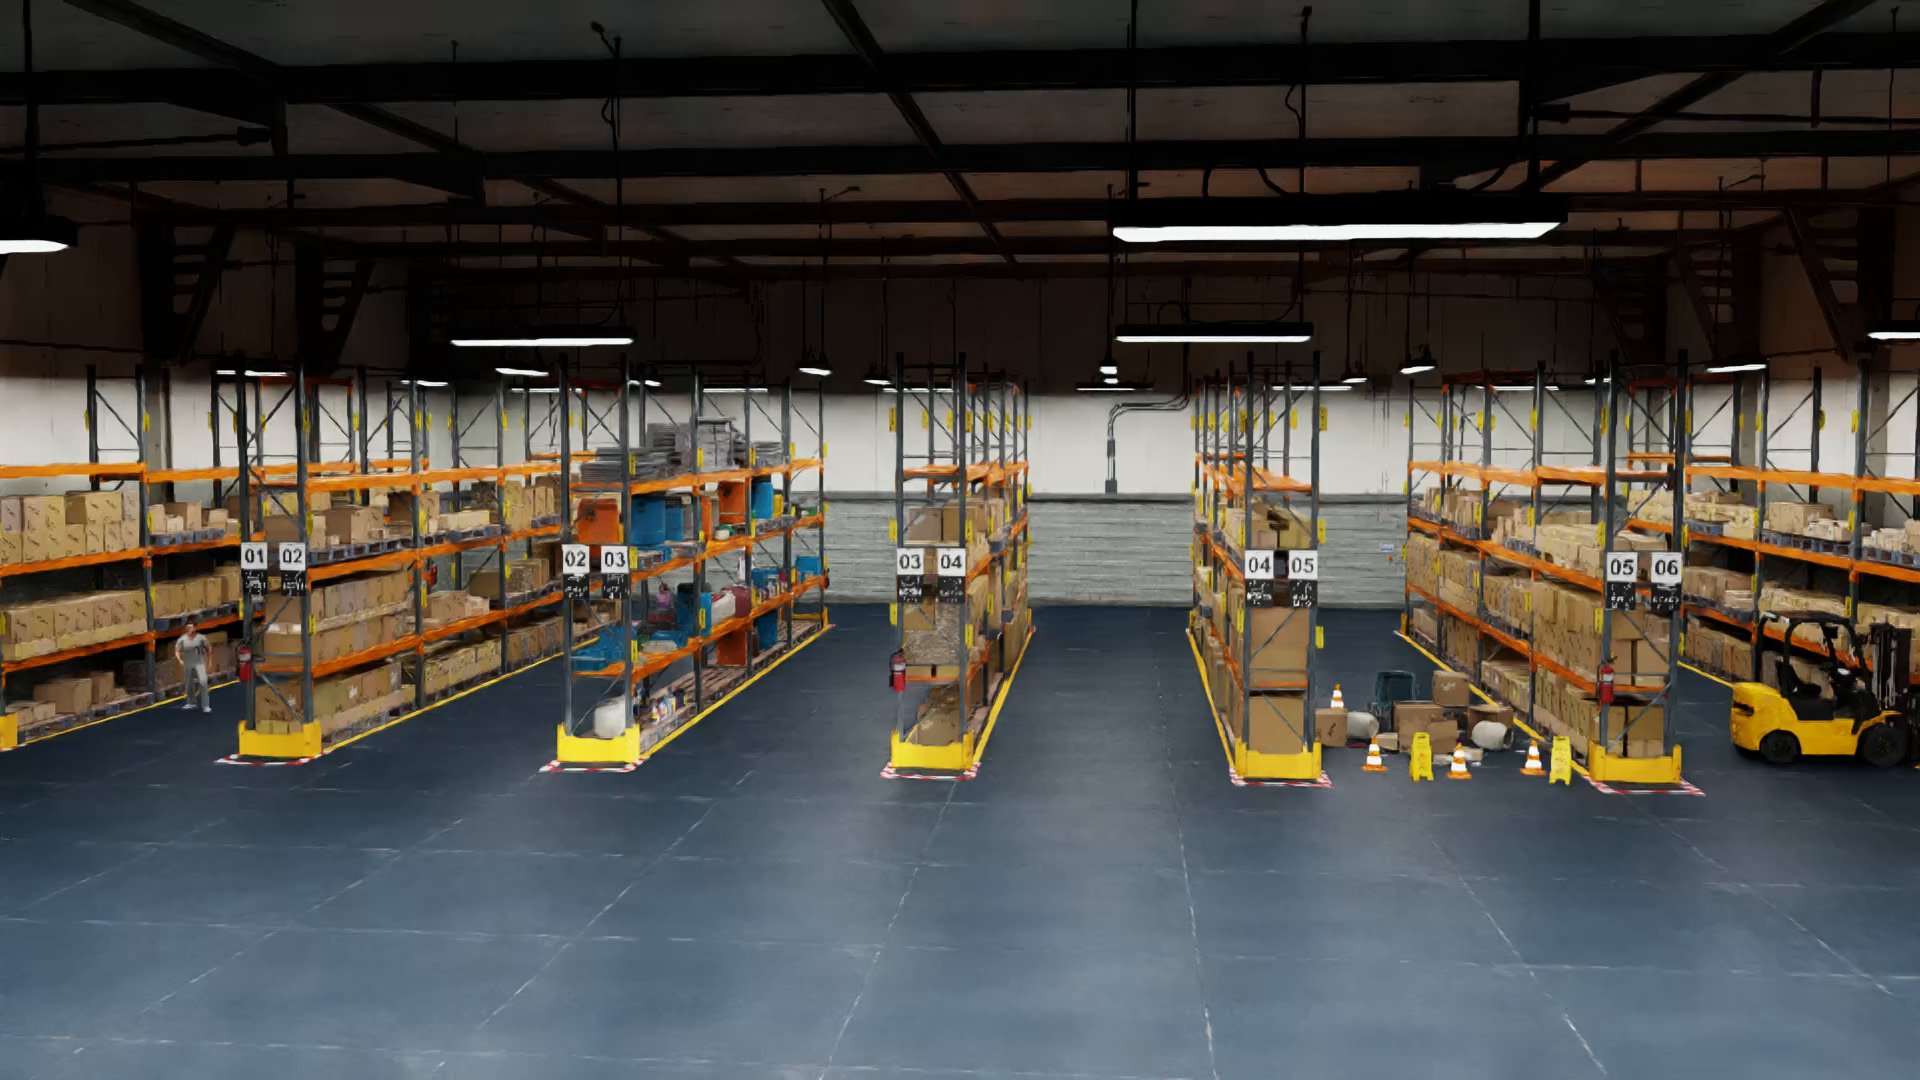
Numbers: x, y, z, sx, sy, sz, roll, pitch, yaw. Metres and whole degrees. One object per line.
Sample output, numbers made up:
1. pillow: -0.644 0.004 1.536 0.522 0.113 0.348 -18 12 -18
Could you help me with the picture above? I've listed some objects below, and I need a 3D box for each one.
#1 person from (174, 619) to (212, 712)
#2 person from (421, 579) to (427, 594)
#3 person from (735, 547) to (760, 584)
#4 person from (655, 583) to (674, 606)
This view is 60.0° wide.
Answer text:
1. person: -13.187 2.163 28.687 0.612 1.584 0.811 -1 4 -13
2. person: -13.697 1.134 42.551 0.541 1.672 0.674 3 5 40
3. person: -5.652 1.011 44.153 0.677 1.726 0.574 0 4 4
4. person: -6.427 1.663 36.131 0.417 1.517 1.037 1 4 8
